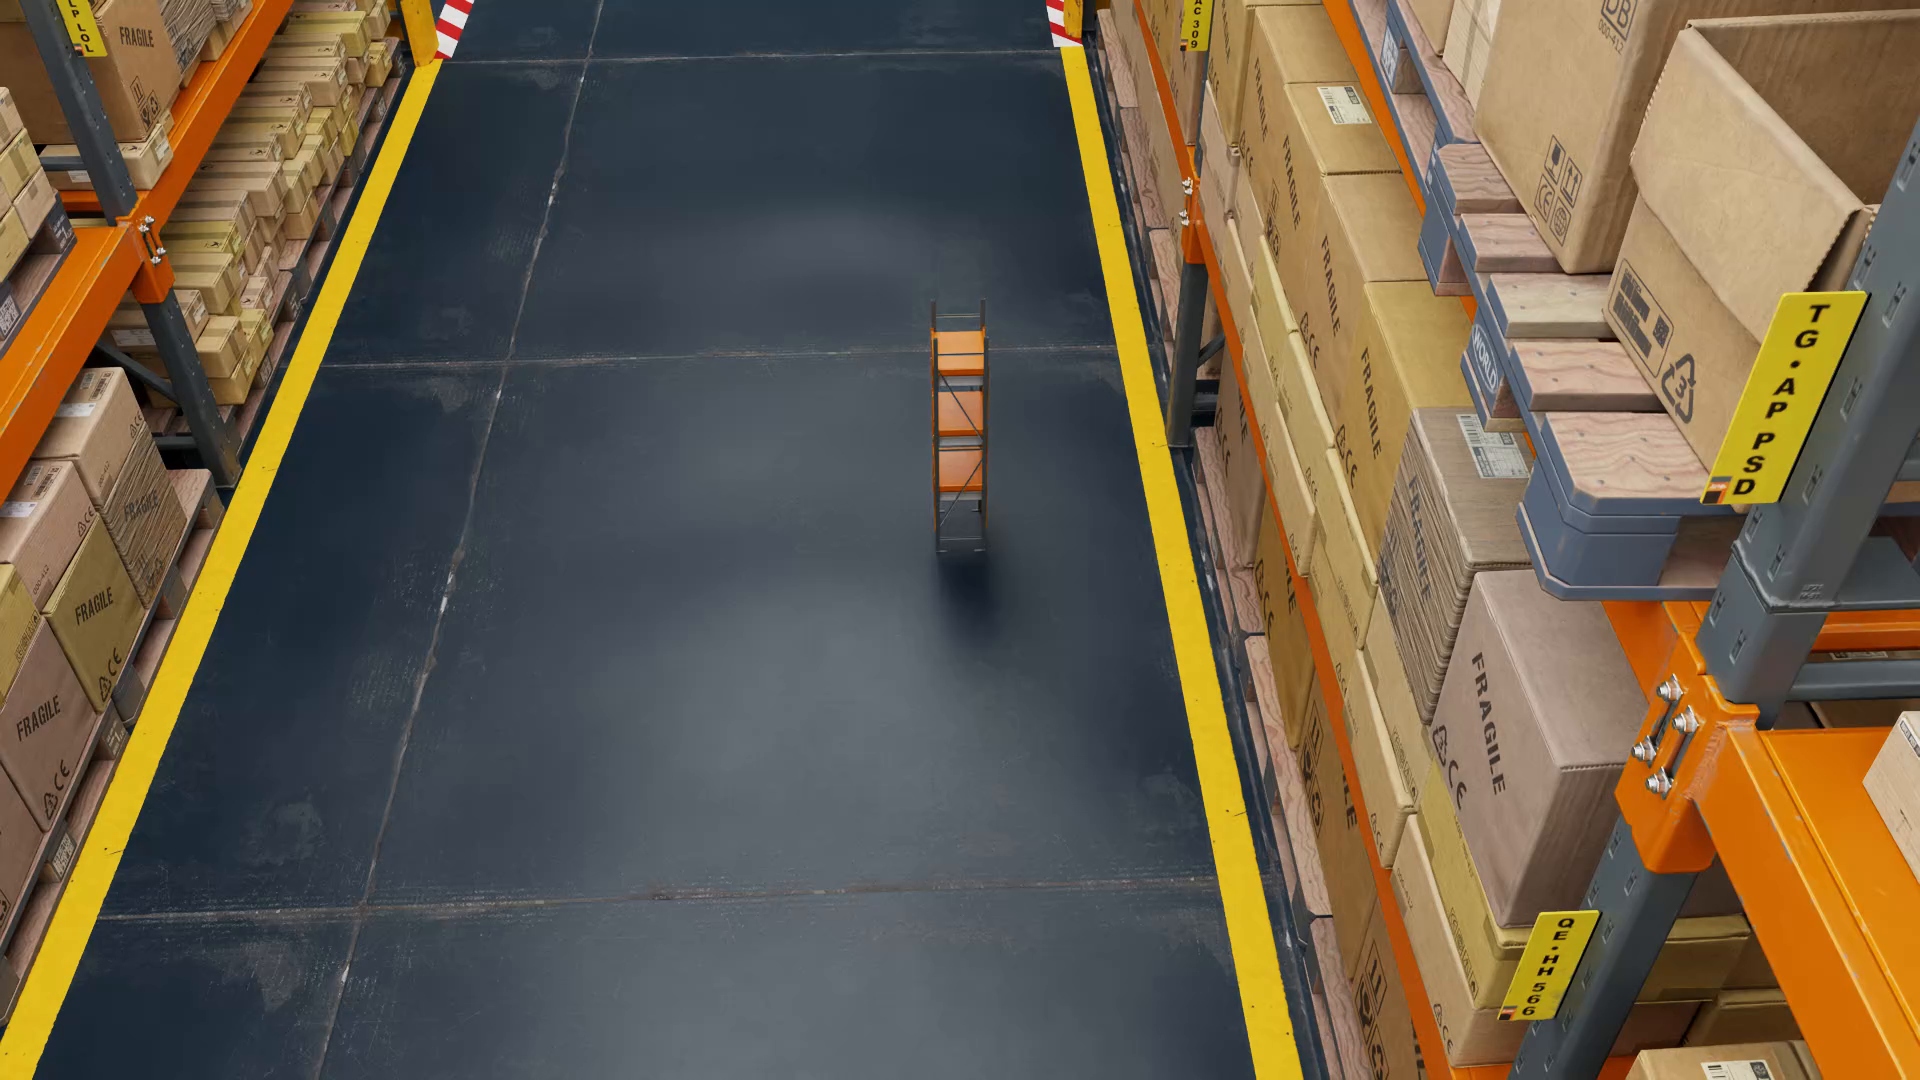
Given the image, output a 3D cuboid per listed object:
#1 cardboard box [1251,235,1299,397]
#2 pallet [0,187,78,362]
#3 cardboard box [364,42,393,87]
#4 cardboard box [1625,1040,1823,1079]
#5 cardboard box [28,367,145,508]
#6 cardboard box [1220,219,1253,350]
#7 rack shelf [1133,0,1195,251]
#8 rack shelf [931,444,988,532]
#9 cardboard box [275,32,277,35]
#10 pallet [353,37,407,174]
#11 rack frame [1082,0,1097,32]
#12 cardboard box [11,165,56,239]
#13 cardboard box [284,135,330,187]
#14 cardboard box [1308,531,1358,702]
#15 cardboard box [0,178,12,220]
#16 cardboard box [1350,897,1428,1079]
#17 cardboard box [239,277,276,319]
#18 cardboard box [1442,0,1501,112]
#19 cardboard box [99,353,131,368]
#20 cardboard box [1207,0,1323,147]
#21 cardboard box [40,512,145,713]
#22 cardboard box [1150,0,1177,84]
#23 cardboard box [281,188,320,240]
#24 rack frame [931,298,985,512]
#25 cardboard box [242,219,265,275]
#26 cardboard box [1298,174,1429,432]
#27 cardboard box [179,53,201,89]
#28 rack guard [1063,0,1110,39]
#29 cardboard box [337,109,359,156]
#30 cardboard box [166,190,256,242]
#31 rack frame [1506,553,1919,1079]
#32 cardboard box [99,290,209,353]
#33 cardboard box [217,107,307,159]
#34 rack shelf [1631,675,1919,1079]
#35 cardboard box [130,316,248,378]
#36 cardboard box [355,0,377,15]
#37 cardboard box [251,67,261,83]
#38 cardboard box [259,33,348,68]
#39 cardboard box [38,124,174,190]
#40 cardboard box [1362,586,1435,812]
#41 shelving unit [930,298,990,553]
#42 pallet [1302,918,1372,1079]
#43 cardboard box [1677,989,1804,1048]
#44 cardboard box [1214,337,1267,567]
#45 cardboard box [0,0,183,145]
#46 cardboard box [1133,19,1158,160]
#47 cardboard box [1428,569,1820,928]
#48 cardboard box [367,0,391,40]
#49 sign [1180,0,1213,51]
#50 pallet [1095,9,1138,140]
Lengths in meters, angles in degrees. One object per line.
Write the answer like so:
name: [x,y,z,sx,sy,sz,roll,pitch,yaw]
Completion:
cardboard box: [1.178,-0.685,5.019,0.500,0.250,0.500,-1,43,-1]
pallet: [-3.658,-0.753,5.493,1.003,0.211,1.213,-2,43,-2]
cardboard box: [-3.372,-2.628,9.196,0.380,0.149,0.250,0,43,0]
cardboard box: [1.354,1.156,2.664,0.500,0.500,0.500,-3,43,-3]
cardboard box: [-3.261,-0.358,5.905,0.500,0.250,0.500,-3,43,-3]
cardboard box: [1.175,-0.845,5.563,0.500,0.250,0.500,-3,43,-3]
rack shelf: [1.311,-2.639,7.941,1.077,0.370,4.000,-2,43,-2]
rack shelf: [-0.002,-0.210,6.630,0.215,0.259,0.240,-2,43,-2]
cardboard box: [-3.949,-2.896,9.269,0.380,0.149,0.250,0,43,0]
pallet: [-3.712,-2.415,9.229,1.003,0.211,1.213,-2,43,-2]
rack frame: [1.226,-4.254,9.171,1.000,3.000,0.127,-2,43,-2]
cardboard box: [-3.330,-1.143,5.653,0.380,0.149,0.250,-3,43,-3]
cardboard box: [-3.317,-1.851,8.128,0.380,0.149,0.250,-1,43,-1]
cardboard box: [1.243,0.183,4.441,0.500,0.250,0.500,-2,43,-2]
cardboard box: [-3.318,-1.075,5.358,0.380,0.149,0.250,-1,43,-2]
cardboard box: [1.620,1.306,4.367,0.875,0.875,0.875,-2,43,-2]
cardboard box: [-3.313,-1.049,7.473,0.380,0.149,0.250,-2,43,-2]
cardboard box: [1.158,-0.984,3.173,0.396,0.266,0.258,-3,43,-3]
cardboard box: [-3.829,-0.880,7.289,0.380,0.149,0.250,-1,43,-1]
cardboard box: [1.128,-1.654,5.521,0.500,0.500,0.500,-1,43,-1]
cardboard box: [-3.240,0.262,5.784,0.500,0.500,0.500,-3,43,-3]
cardboard box: [1.094,-2.244,6.904,0.500,0.500,0.500,-3,43,-3]
cardboard box: [-3.335,-1.577,8.050,0.380,0.149,0.250,-3,43,-3]
rack frame: [-0.007,-0.506,6.525,0.200,1.050,0.008,-2,43,-2]
cardboard box: [-3.396,-1.325,7.555,0.380,0.149,0.250,-4,43,-4]
cardboard box: [1.224,-0.624,4.397,0.500,0.500,0.500,-2,43,-2]
cardboard box: [-3.385,-1.986,6.883,0.380,0.149,0.250,-3,43,-4]
rack guard: [1.225,-3.349,10.034,1.175,0.500,0.348,-2,43,-2]
cardboard box: [-3.350,-2.110,8.631,0.380,0.149,0.250,-3,43,-4]
cardboard box: [-3.399,-1.438,7.457,0.380,0.149,0.250,-3,43,-3]
rack frame: [1.566,1.146,3.279,1.000,3.000,0.127,-2,43,-2]
cardboard box: [-3.353,-0.905,6.877,0.380,0.149,0.250,0,43,0]
cardboard box: [-3.393,-1.961,8.028,0.380,0.149,0.250,-1,43,-2]
rack shelf: [1.651,1.656,1.036,1.077,0.370,4.000,-2,43,-2]
cardboard box: [-3.241,-0.811,6.994,0.380,0.149,0.250,0,43,0]
cardboard box: [-3.439,-3.017,9.180,0.380,0.149,0.250,-1,43,-1]
cardboard box: [-3.475,-2.374,8.699,0.380,0.149,0.250,-2,43,-2]
cardboard box: [-3.400,-2.498,8.614,0.380,0.149,0.250,-3,43,-4]
cardboard box: [-3.230,-1.452,6.300,0.380,0.149,0.250,0,43,0]
cardboard box: [1.266,0.352,3.887,0.500,0.250,0.500,-3,43,-3]
shelving unit: [-0.002,-0.423,6.435,0.215,1.050,0.252,-2,43,-2]
pallet: [1.608,1.640,4.805,1.003,0.211,1.213,-2,43,-2]
cardboard box: [1.797,0.864,3.698,0.500,0.250,0.500,-2,43,-3]
cardboard box: [1.503,-0.509,6.347,0.875,0.875,0.875,0,43,0]
cardboard box: [-3.314,-1.832,6.234,0.500,0.500,0.500,-2,43,-3]
cardboard box: [1.402,-2.404,8.738,0.875,0.438,0.875,-1,43,-1]
cardboard box: [1.283,0.399,3.280,0.500,0.500,0.500,-3,43,-3]
cardboard box: [-3.407,-2.909,9.283,0.380,0.149,0.250,-3,43,-3]
sign: [0.842,-1.885,5.888,0.100,0.325,0.005,-2,43,-2]
pallet: [1.339,-2.689,9.527,1.003,0.211,1.213,-2,43,-2]
